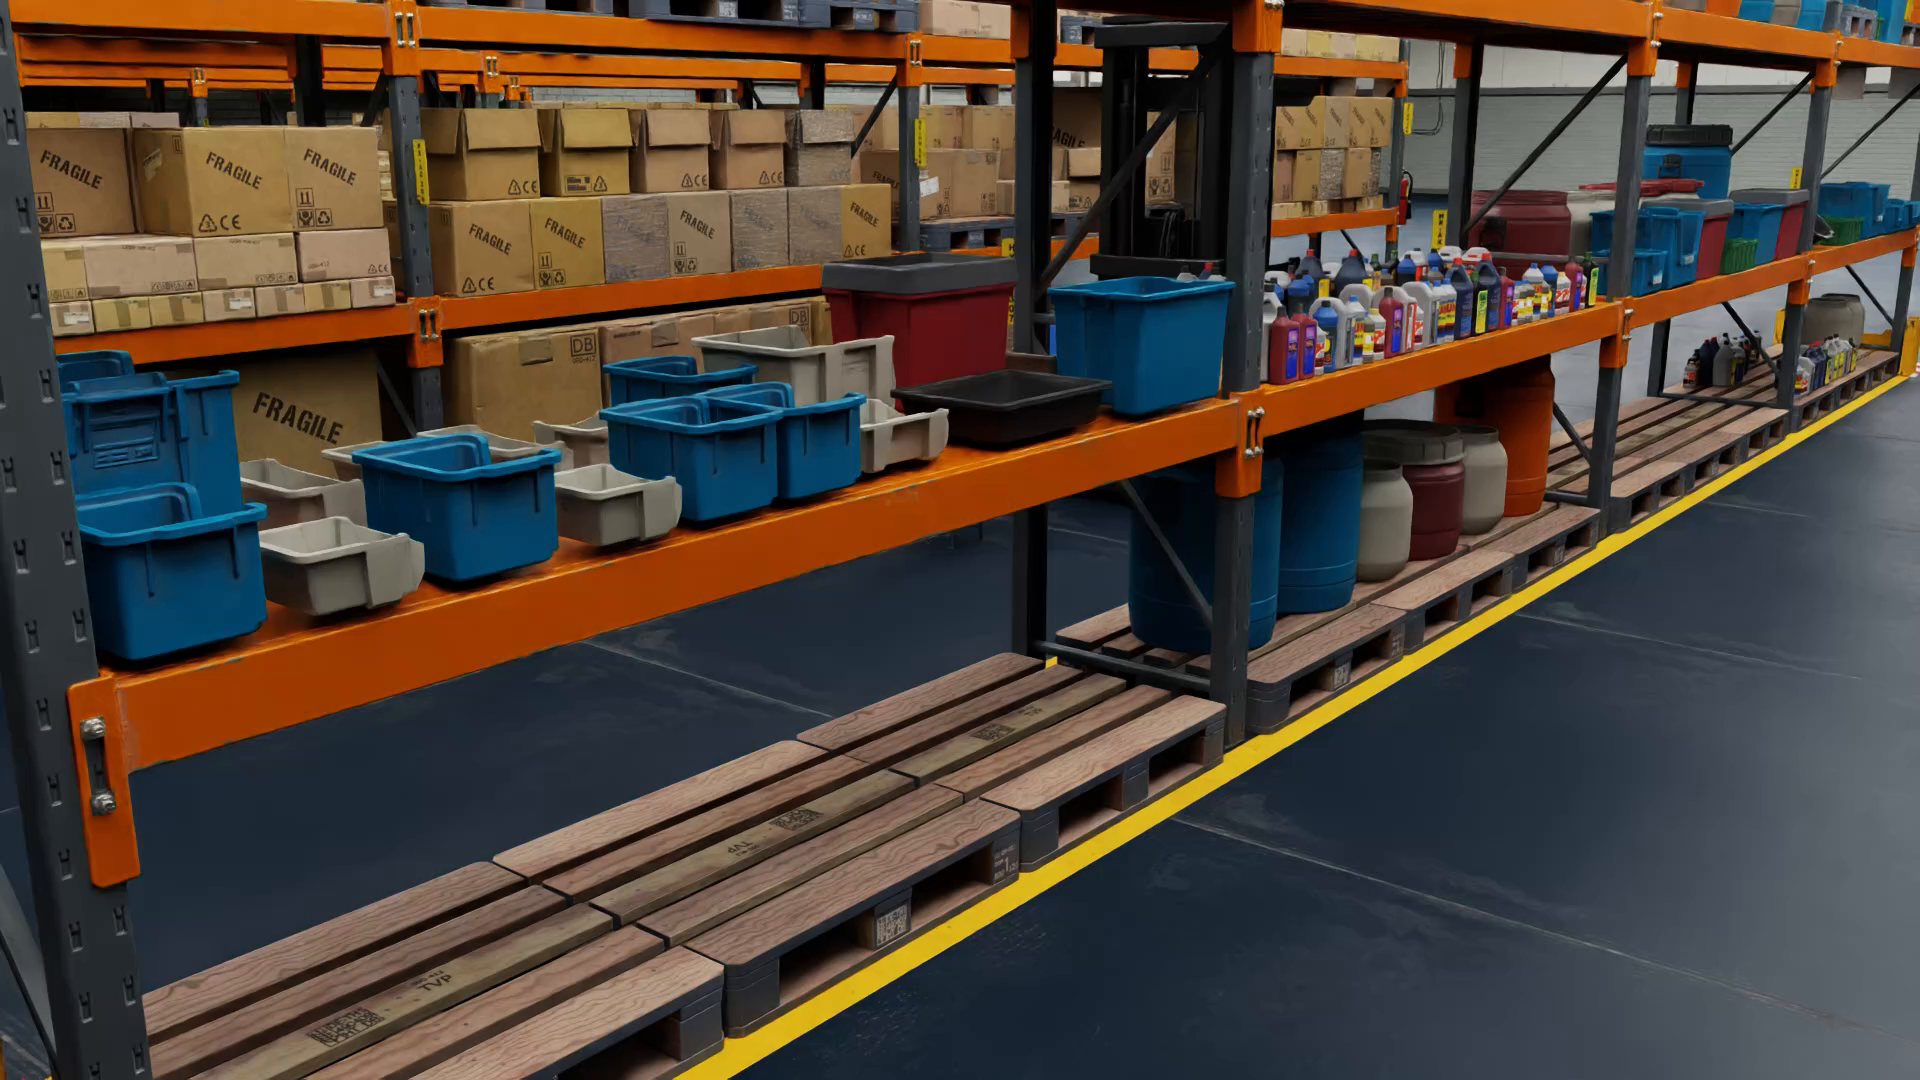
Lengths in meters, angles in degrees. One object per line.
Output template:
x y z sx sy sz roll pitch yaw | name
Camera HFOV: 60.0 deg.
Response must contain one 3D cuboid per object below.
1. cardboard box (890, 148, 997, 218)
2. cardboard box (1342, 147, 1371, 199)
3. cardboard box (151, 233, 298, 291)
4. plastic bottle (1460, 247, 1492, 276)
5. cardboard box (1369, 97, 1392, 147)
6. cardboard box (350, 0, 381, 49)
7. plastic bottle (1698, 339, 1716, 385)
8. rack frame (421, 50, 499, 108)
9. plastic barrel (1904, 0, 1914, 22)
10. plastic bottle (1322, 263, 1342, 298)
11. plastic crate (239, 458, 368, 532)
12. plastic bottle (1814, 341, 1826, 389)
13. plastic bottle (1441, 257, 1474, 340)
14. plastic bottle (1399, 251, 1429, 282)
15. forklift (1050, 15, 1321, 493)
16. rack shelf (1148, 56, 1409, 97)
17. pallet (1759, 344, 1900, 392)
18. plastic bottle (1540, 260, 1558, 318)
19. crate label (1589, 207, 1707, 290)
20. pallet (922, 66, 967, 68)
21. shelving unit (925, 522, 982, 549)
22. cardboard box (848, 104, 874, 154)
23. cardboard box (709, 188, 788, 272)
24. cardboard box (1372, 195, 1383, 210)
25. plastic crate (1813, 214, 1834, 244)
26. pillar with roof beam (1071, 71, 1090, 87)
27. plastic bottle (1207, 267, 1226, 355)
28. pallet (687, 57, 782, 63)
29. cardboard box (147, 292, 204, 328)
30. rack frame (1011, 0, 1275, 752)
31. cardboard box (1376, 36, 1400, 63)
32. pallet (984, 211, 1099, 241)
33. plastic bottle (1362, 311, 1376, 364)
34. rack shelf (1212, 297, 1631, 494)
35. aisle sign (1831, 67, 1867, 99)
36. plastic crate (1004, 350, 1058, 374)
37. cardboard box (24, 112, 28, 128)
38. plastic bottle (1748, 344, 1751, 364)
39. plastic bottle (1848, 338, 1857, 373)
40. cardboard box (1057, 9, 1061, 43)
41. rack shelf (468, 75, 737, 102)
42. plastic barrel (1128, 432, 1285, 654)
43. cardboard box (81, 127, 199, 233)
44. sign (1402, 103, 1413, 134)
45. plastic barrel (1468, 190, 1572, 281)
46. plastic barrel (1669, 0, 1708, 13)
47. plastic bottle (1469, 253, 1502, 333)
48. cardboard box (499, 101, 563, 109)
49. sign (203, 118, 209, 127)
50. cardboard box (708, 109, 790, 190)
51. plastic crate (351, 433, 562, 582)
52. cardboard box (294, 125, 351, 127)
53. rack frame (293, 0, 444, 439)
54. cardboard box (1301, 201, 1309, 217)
-0.129 -2.785 12.937 0.500 0.500 0.700 -13 19 -41 | cardboard box
3.729 -3.810 17.222 0.875 0.500 0.500 11 18 38 | cardboard box
-3.622 -1.382 8.170 0.500 0.250 0.500 12 19 39 | cardboard box
2.737 -1.418 8.864 0.152 0.276 0.135 11 18 38 | plastic bottle
4.164 -4.367 17.381 0.500 0.500 0.500 11 18 38 | cardboard box
-4.971 -4.344 13.834 0.500 0.500 0.500 11 18 38 | cardboard box
5.836 -1.398 13.019 0.144 0.351 0.185 11 18 36 | plastic bottle
-4.505 -3.088 15.185 1.000 3.000 0.127 11 18 38 | rack frame
7.552 -4.577 13.721 0.600 0.588 0.600 0 14 0 | plastic barrel
1.747 -1.176 7.911 0.152 0.276 0.135 11 18 38 | plastic bottle
-1.515 -0.088 3.790 0.396 0.136 0.243 11 18 38 | plastic crate
6.604 -1.356 12.856 0.144 0.351 0.185 10 18 35 | plastic bottle
2.168 -1.063 7.316 0.144 0.351 0.185 11 18 38 | plastic bottle
2.327 -1.353 8.608 0.152 0.276 0.135 11 18 38 | plastic bottle
1.634 -1.971 10.929 1.130 2.935 3.031 10 17 35 | forklift
3.060 -4.555 16.330 1.077 0.370 4.000 11 18 38 | rack shelf
7.644 -1.538 14.750 1.003 0.211 1.213 11 18 38 | pallet
2.865 -1.228 8.125 0.097 0.271 0.097 0 14 0 | plastic bottle
3.976 -1.700 9.651 0.502 0.435 0.616 11 18 38 | crate label
0.065 -5.887 20.292 1.003 0.211 1.213 11 18 38 | pallet
-0.034 -0.499 8.953 0.215 1.050 0.252 11 18 38 | shelving unit
-1.477 -4.638 18.792 0.875 0.550 0.550 11 18 38 | cardboard box
-1.470 -2.022 10.787 0.500 0.500 0.500 11 18 36 | cardboard box
4.299 -3.625 17.809 0.380 0.149 0.250 11 18 38 | cardboard box
6.084 -2.351 12.411 0.767 0.338 0.504 11 18 38 | plastic crate
6.269 -11.829 37.409 9.100 9.000 0.400 11 18 38 | pillar with roof beam
1.063 -0.949 6.866 0.144 0.351 0.185 11 18 38 | plastic bottle
-2.529 -5.032 17.134 0.805 0.209 1.217 10 18 35 | pallet
-3.808 -1.107 7.898 0.380 0.149 0.250 12 18 39 | cardboard box
0.628 -0.768 6.055 1.000 3.000 0.127 11 18 38 | rack frame
4.212 -5.082 17.250 0.500 0.250 0.500 12 18 39 | cardboard box
0.501 -2.593 13.629 1.003 0.211 1.213 11 18 38 | pallet
1.600 -0.808 6.617 0.097 0.201 0.097 0 14 0 | plastic bottle
1.885 -0.803 7.652 1.077 0.370 4.000 11 18 38 | rack shelf
7.987 -4.386 15.014 0.394 0.787 0.004 11 18 38 | aisle sign
0.224 -0.603 5.817 0.396 0.136 0.243 11 18 38 | plastic crate
-9.497 -3.939 16.301 0.500 0.500 0.500 11 18 37 | cardboard box
6.631 -1.624 14.045 0.061 0.283 0.133 12 18 38 | plastic bottle
7.297 -1.518 13.631 0.061 0.283 0.133 12 18 39 | plastic bottle
0.421 -3.931 12.716 0.500 0.250 0.500 12 18 39 | cardboard box
-4.648 -6.089 22.367 1.077 0.370 4.000 11 18 38 | rack shelf
0.983 -0.056 6.662 0.600 0.901 0.708 11 18 38 | plastic barrel
-4.040 -1.824 8.390 0.500 0.500 0.500 11 18 38 | cardboard box
4.736 -4.458 17.584 0.100 0.325 0.005 11 18 38 | sign
3.198 -1.736 9.588 0.600 0.536 0.708 11 18 38 | plastic barrel
3.827 -3.355 9.127 0.600 0.901 0.600 0 14 0 | plastic barrel
2.368 -1.124 7.556 0.144 0.351 0.185 11 18 38 | plastic bottle
-5.460 -5.328 21.168 0.700 0.500 0.500 11 18 37 | cardboard box
-7.985 -4.310 17.646 0.100 0.325 0.005 11 18 38 | sign
-1.595 -2.574 10.921 0.797 0.503 0.637 12 18 39 | cardboard box
-1.061 -0.073 3.535 0.416 0.233 0.300 11 18 38 | plastic crate
-7.305 -4.485 19.024 0.500 0.500 0.500 12 18 38 | cardboard box
-3.225 -1.535 9.072 1.000 3.000 0.127 11 18 38 | rack frame
3.226 -3.284 16.468 0.380 0.149 0.250 11 18 38 | cardboard box
